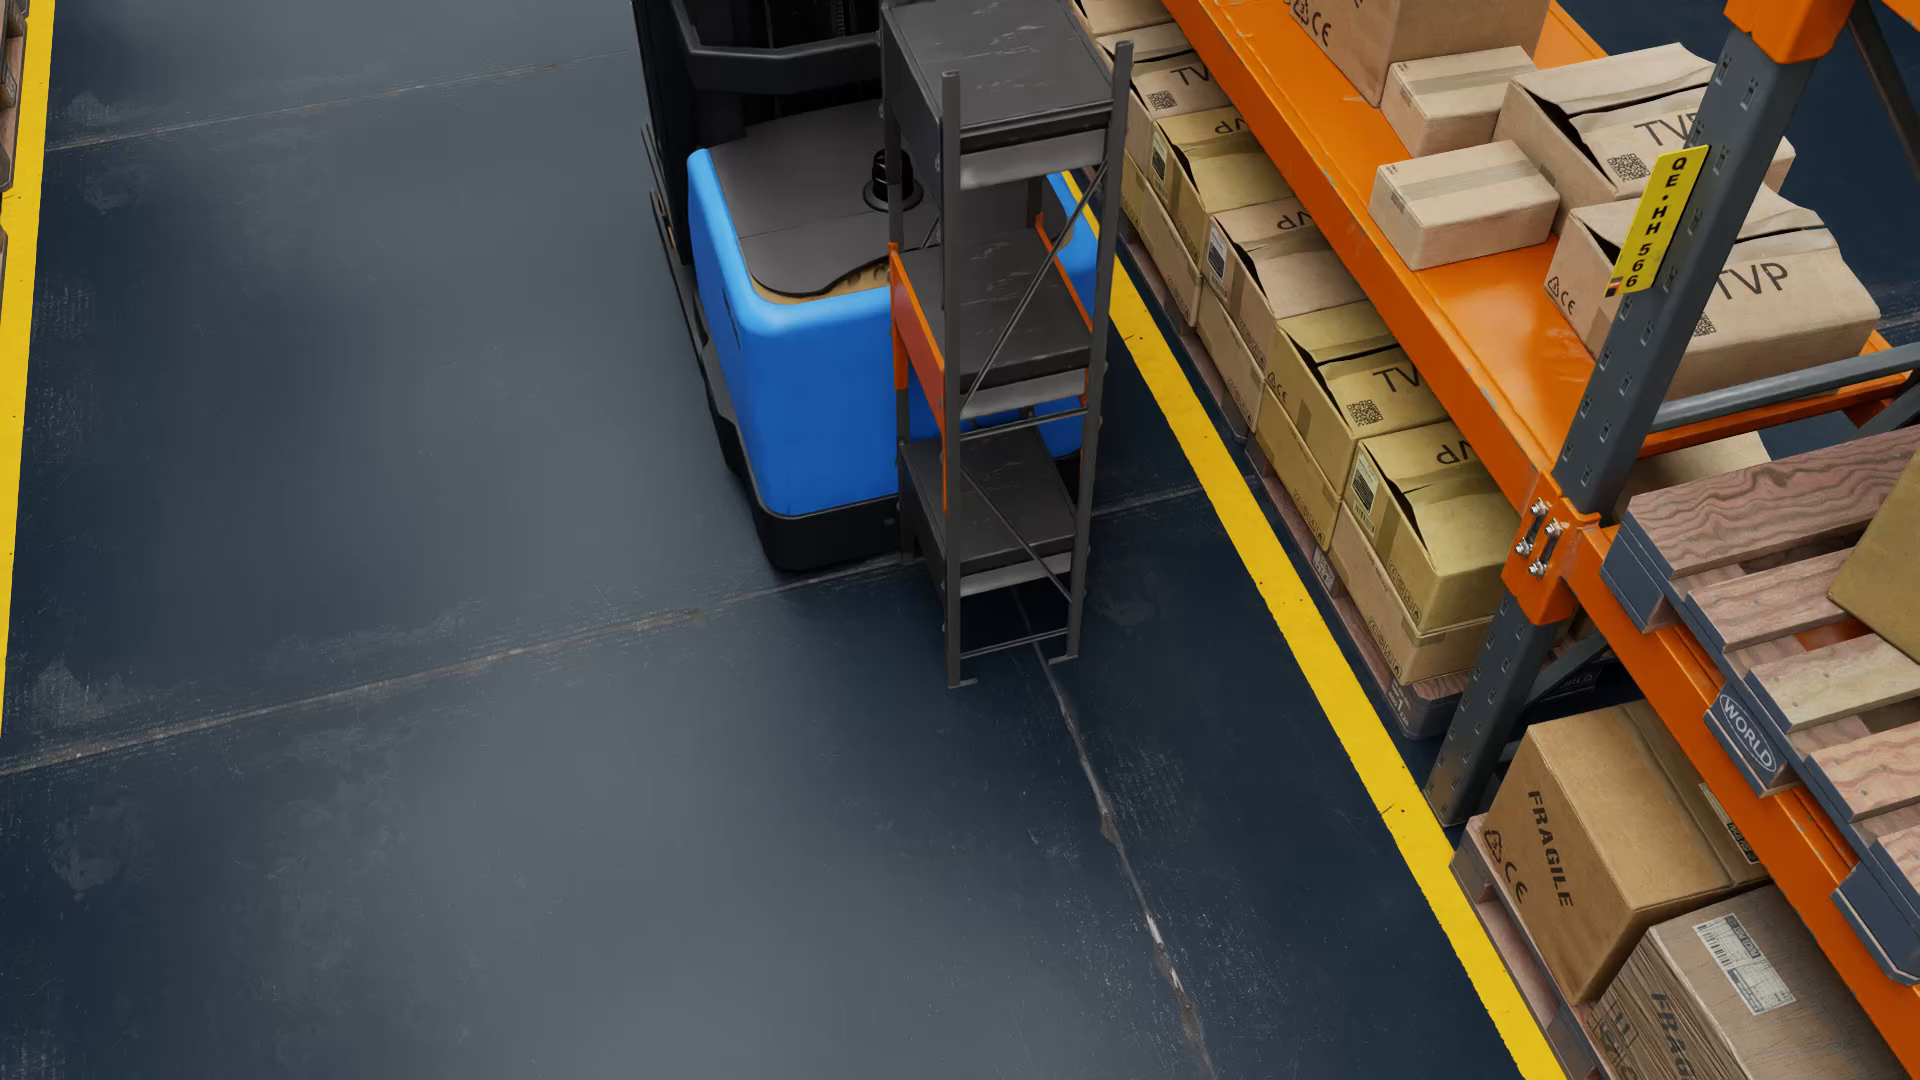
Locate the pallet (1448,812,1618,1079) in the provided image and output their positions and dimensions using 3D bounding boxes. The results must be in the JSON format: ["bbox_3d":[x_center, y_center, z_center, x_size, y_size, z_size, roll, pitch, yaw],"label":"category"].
[{"bbox_3d":[1.972,1.126,4.163,1.003,0.211,1.213,-13,51,-11],"label":"pallet"}]

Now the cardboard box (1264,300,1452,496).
[{"bbox_3d":[1.237,-0.462,4.834,0.500,0.311,0.500,-14,51,-12],"label":"cardboard box"}]

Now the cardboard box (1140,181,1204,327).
[{"bbox_3d":[0.942,-1.024,5.675,0.500,0.250,0.500,-12,51,-10],"label":"cardboard box"}]

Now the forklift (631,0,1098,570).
[{"bbox_3d":[-0.511,-2.009,5.027,1.130,2.935,3.031,-13,51,-11],"label":"forklift"}]

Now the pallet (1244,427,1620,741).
[{"bbox_3d":[1.581,-0.038,5.144,1.003,0.211,1.213,-13,51,-11],"label":"pallet"}]

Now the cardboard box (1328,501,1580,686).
[{"bbox_3d":[1.398,0.095,4.732,0.500,0.250,0.500,-12,51,-10],"label":"cardboard box"}]

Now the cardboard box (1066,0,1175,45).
[{"bbox_3d":[0.631,-1.953,6.092,0.500,0.311,0.500,-14,51,-11],"label":"cardboard box"}]

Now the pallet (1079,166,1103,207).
[{"bbox_3d":[0.859,-1.820,6.646,1.003,0.211,1.213,-13,51,-11],"label":"pallet"}]

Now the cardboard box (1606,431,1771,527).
[{"bbox_3d":[1.913,-0.206,4.618,0.500,0.311,0.500,-12,51,-10],"label":"cardboard box"}]

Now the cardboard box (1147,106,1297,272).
[{"bbox_3d":[0.944,-1.197,5.454,0.500,0.311,0.500,-12,51,-10],"label":"cardboard box"}]

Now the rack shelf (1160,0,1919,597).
[{"bbox_3d":[1.196,-1.556,5.070,1.077,0.370,4.000,-13,51,-11],"label":"rack shelf"}]

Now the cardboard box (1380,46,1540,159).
[{"bbox_3d":[1.356,-1.164,4.434,0.380,0.149,0.250,-10,51,-8],"label":"cardboard box"}]

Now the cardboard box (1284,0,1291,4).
[{"bbox_3d":[1.120,-1.965,4.879,0.500,0.500,0.500,-13,51,-11],"label":"cardboard box"}]

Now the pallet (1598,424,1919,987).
[{"bbox_3d":[2.055,0.214,3.233,1.213,0.211,1.003,-13,51,-11],"label":"pallet"}]

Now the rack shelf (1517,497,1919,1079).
[{"bbox_3d":[2.379,1.366,2.607,1.077,0.370,4.000,-13,51,-11],"label":"rack shelf"}]

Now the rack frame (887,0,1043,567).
[{"bbox_3d":[0.015,-0.641,4.417,0.400,2.100,0.015,-13,51,-11],"label":"rack frame"}]

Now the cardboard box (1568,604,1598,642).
[{"bbox_3d":[1.913,-0.025,4.833,0.500,0.250,0.500,-13,51,-11],"label":"cardboard box"}]

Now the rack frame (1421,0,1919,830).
[{"bbox_3d":[1.787,-0.327,3.564,1.000,3.000,0.127,-13,51,-11],"label":"rack frame"}]

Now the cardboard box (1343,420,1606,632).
[{"bbox_3d":[1.397,-0.083,4.515,0.500,0.311,0.500,-12,51,-10],"label":"cardboard box"}]

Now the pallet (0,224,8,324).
[{"bbox_3d":[-3.859,-0.667,5.675,1.003,0.211,1.213,-13,51,-11],"label":"pallet"}]

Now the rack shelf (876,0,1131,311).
[{"bbox_3d":[0.086,-0.905,3.742,0.431,0.518,0.480,-13,51,-11],"label":"rack shelf"}]

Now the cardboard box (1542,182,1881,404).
[{"bbox_3d":[1.721,-0.574,3.830,0.500,0.311,0.500,-10,51,-9],"label":"cardboard box"}]

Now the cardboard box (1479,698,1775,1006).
[{"bbox_3d":[1.649,0.734,4.016,0.500,0.500,0.500,-11,51,-9],"label":"cardboard box"}]

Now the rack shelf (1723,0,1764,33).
[{"bbox_3d":[1.196,-2.522,3.923,1.077,0.370,4.000,-13,51,-11],"label":"rack shelf"}]

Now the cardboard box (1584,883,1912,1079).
[{"bbox_3d":[1.809,1.115,3.695,0.500,0.500,0.500,-15,51,-12],"label":"cardboard box"}]

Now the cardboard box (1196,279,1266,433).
[{"bbox_3d":[1.097,-0.649,5.359,0.500,0.250,0.500,-12,51,-10],"label":"cardboard box"}]

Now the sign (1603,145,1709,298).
[{"bbox_3d":[1.258,-0.572,3.013,0.100,0.325,0.005,-13,51,-11],"label":"sign"}]

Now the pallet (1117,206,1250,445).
[{"bbox_3d":[1.224,-0.928,5.894,1.003,0.211,1.213,-13,51,-11],"label":"pallet"}]

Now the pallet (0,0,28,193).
[{"bbox_3d":[-4.288,-1.732,6.572,1.003,0.211,1.213,-13,51,-11],"label":"pallet"}]

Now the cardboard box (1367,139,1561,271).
[{"bbox_3d":[1.257,-0.840,4.161,0.380,0.149,0.250,-13,51,-11],"label":"cardboard box"}]

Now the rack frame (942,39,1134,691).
[{"bbox_3d":[0.157,-0.284,4.116,0.400,2.100,0.015,-13,51,-11],"label":"rack frame"}]

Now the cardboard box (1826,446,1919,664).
[{"bbox_3d":[2.081,-0.060,2.998,0.700,0.500,0.500,-30,56,-23],"label":"cardboard box"}]

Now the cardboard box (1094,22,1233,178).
[{"bbox_3d":[0.786,-1.575,5.773,0.500,0.311,0.500,-15,51,-12],"label":"cardboard box"}]

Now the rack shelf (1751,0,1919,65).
[{"bbox_3d":[2.379,0.399,1.460,1.077,0.370,4.000,-13,51,-11],"label":"rack shelf"}]

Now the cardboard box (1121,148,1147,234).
[{"bbox_3d":[0.792,-1.395,5.988,0.500,0.250,0.500,-15,51,-12],"label":"cardboard box"}]

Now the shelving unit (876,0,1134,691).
[{"bbox_3d":[0.086,-0.463,4.267,0.431,2.100,0.503,-13,51,-11],"label":"shelving unit"}]

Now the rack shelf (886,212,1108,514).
[{"bbox_3d":[0.086,-0.454,4.277,0.431,0.518,0.480,-13,51,-11],"label":"rack shelf"}]

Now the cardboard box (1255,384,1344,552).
[{"bbox_3d":[1.243,-0.281,5.048,0.500,0.250,0.500,-14,51,-11],"label":"cardboard box"}]

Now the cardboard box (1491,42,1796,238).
[{"bbox_3d":[1.708,-0.995,4.185,0.500,0.311,0.500,-14,51,-11],"label":"cardboard box"}]

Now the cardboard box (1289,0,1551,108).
[{"bbox_3d":[1.275,-1.581,4.555,0.500,0.500,0.500,-16,52,-13],"label":"cardboard box"}]

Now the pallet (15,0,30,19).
[{"bbox_3d":[-4.652,-2.625,7.325,1.003,0.211,1.213,-13,51,-11],"label":"pallet"}]

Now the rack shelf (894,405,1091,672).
[{"bbox_3d":[0.086,-0.003,4.812,0.431,0.518,0.480,-13,51,-11],"label":"rack shelf"}]

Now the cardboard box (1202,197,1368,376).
[{"bbox_3d":[1.090,-0.831,5.146,0.500,0.311,0.500,-14,51,-11],"label":"cardboard box"}]
